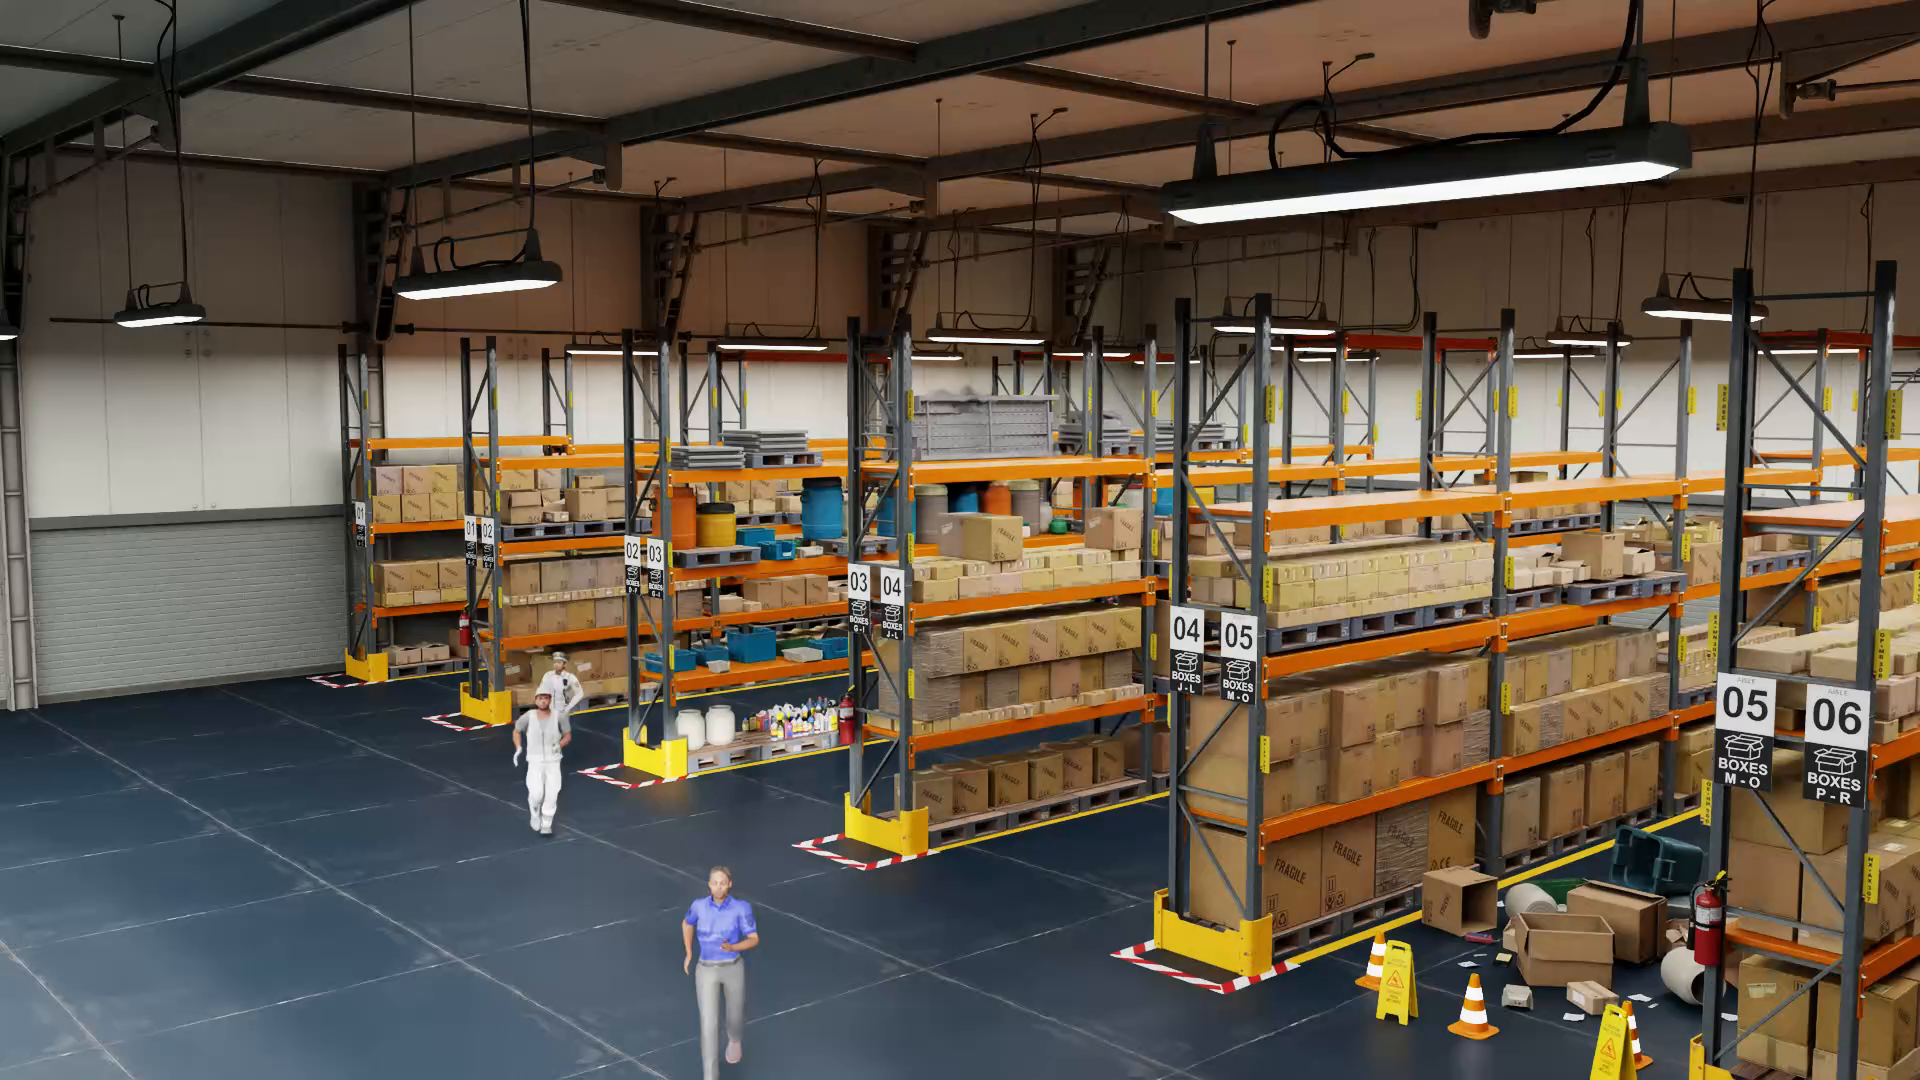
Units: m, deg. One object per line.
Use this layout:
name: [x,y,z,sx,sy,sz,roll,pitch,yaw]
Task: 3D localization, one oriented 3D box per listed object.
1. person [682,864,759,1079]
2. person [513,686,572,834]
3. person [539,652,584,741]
person: [-1.774,3.218,12.312,0.574,1.644,0.931,-1,5,-6]
person: [-4.809,2.563,19.202,0.658,1.741,0.606,-2,5,-17]
person: [-5.433,2.324,22.616,0.645,1.661,0.638,1,5,7]
